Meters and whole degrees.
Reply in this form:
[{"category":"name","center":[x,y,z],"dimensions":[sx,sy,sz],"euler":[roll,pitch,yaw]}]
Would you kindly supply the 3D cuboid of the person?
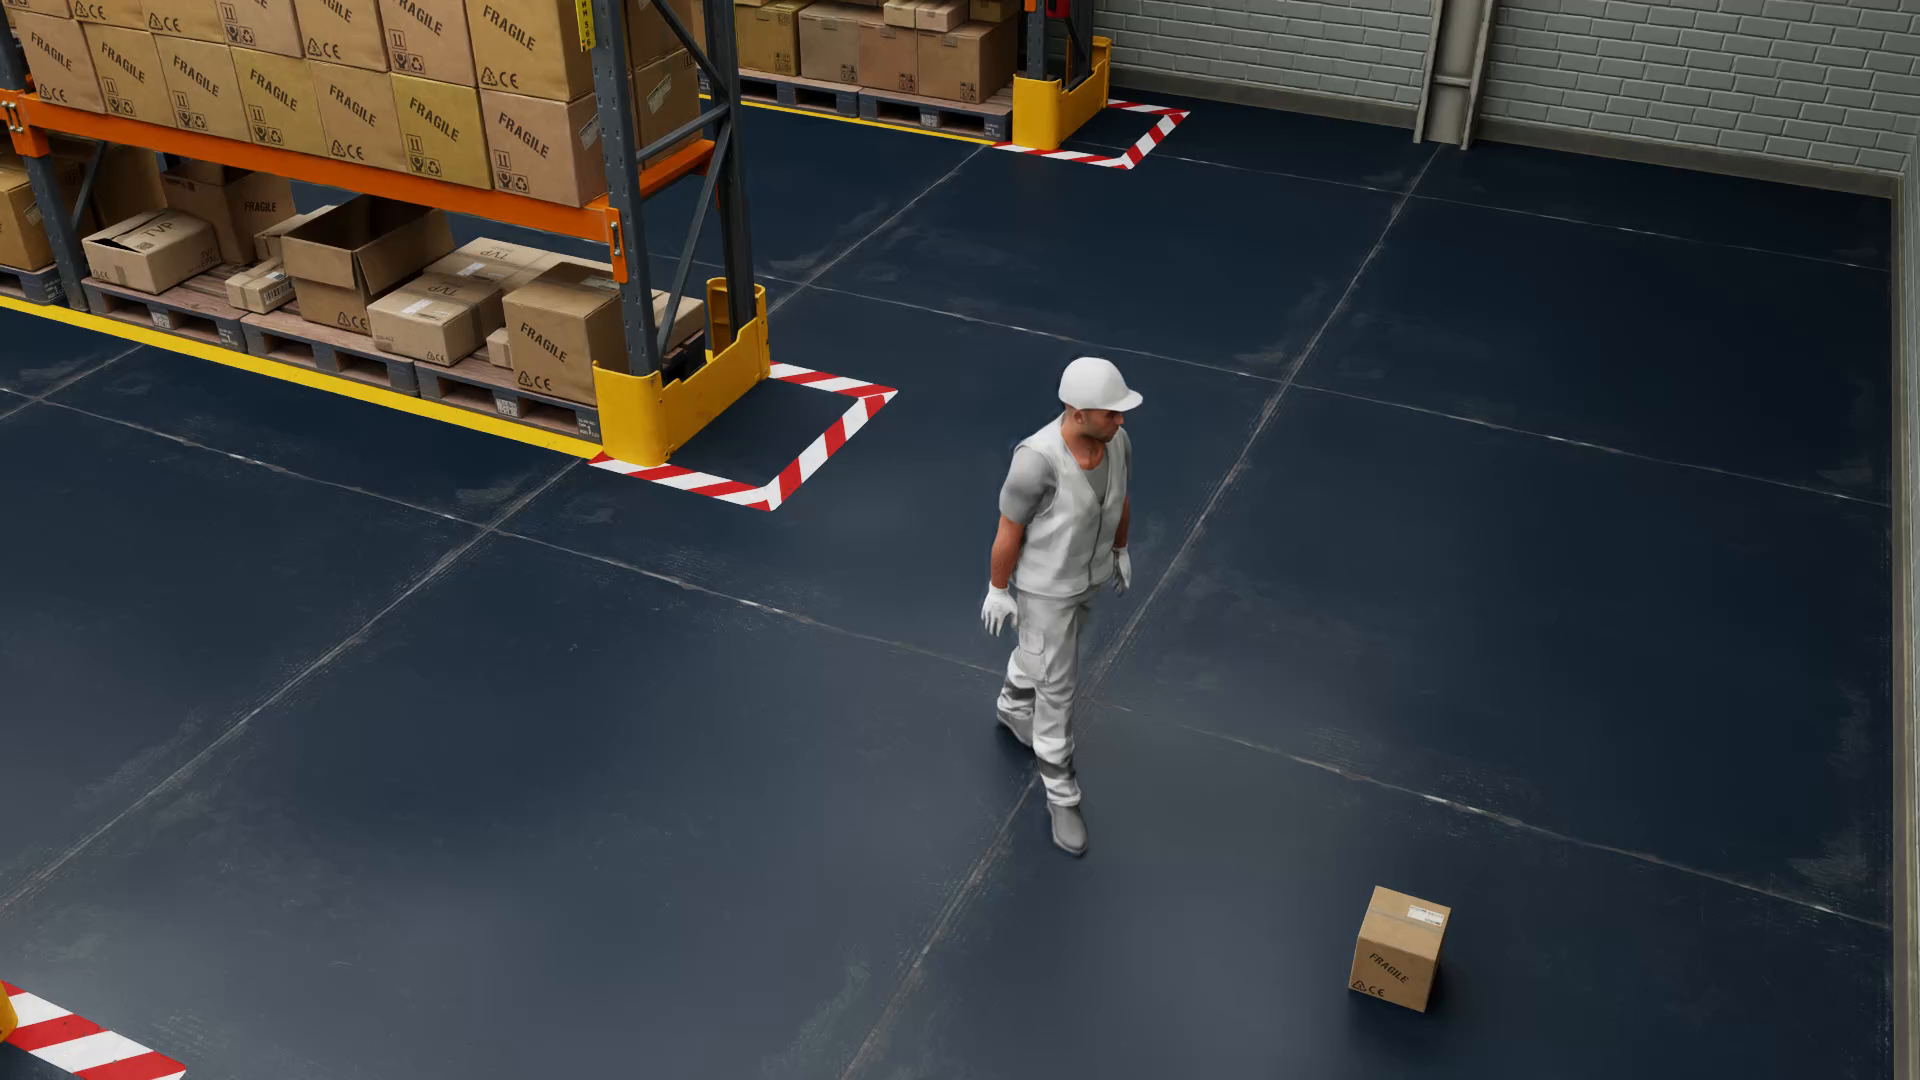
[{"category":"person","center":[0.382,0.145,5.898],"dimensions":[0.621,1.773,0.764],"euler":[-27,42,-35]}]
